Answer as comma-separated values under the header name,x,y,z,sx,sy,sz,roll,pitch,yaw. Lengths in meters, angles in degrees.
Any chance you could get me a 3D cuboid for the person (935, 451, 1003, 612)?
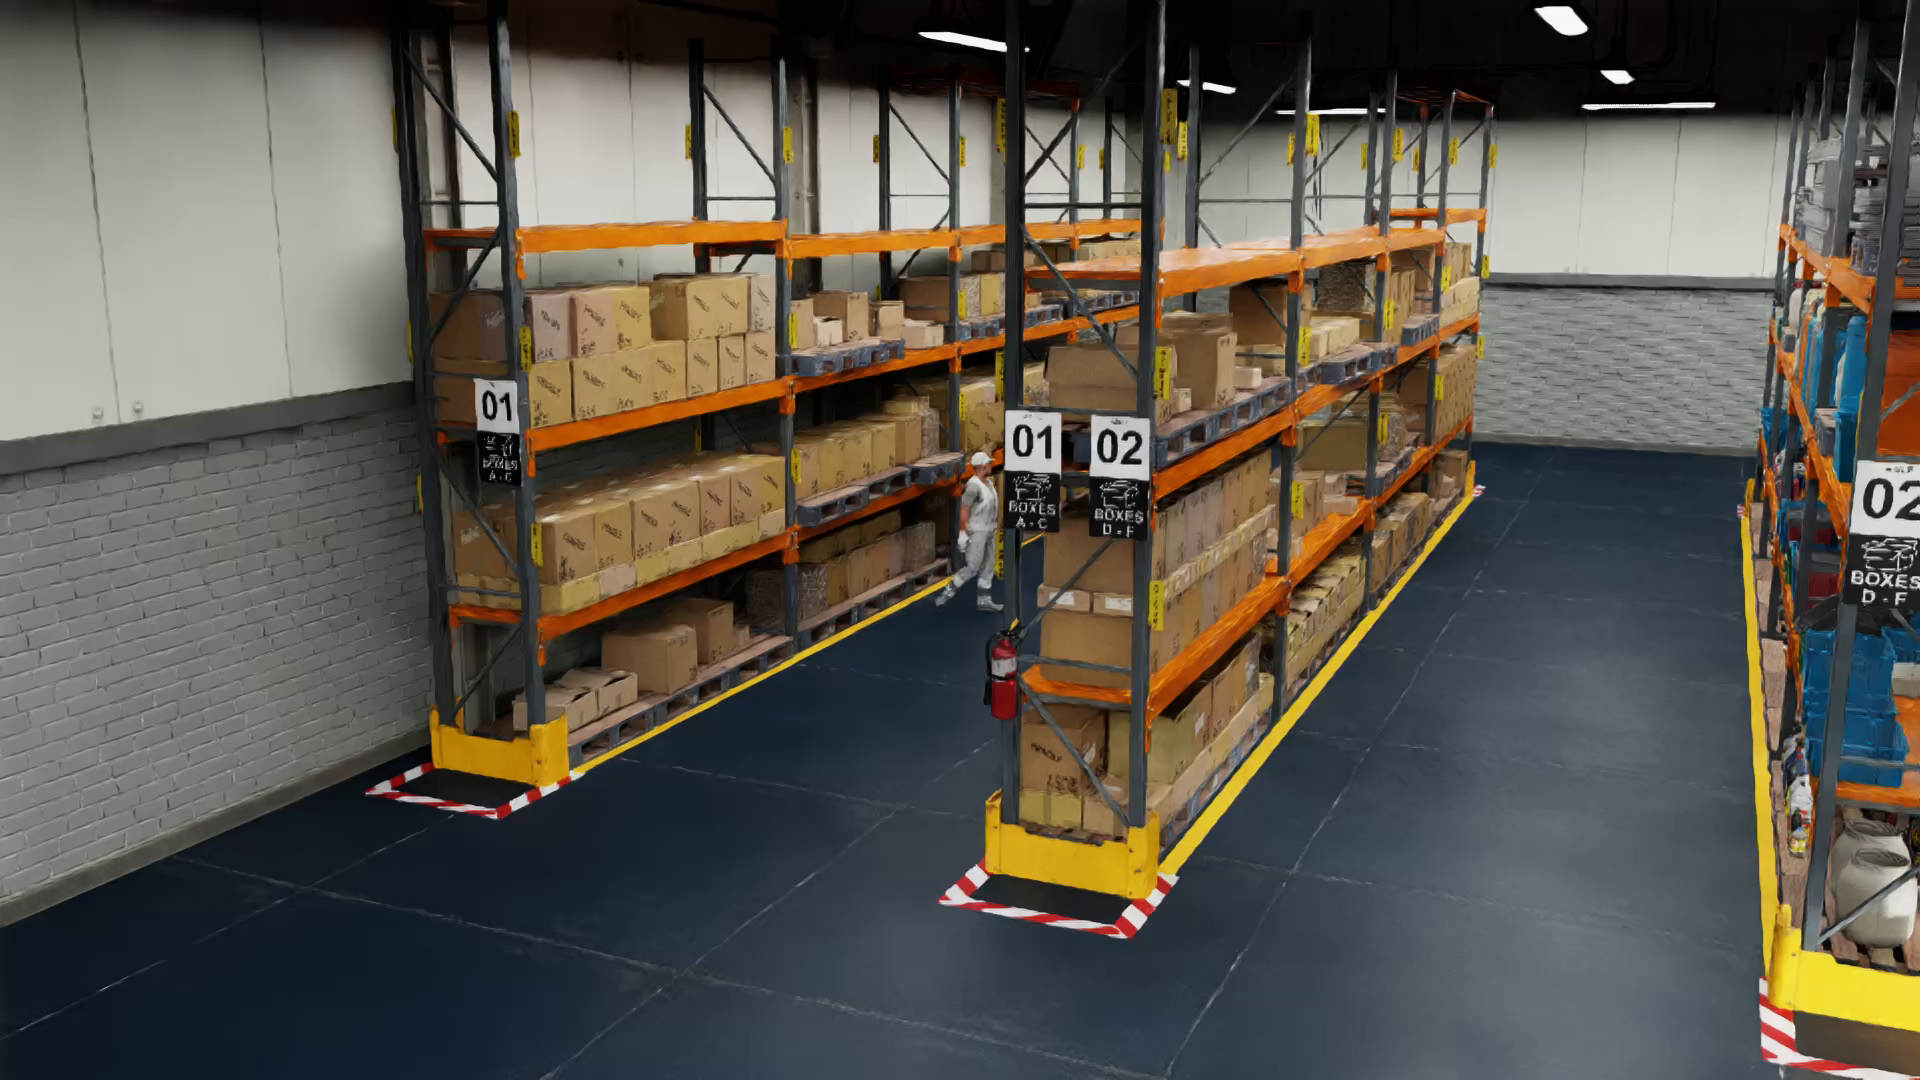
name,x,y,z,sx,sy,sz,roll,pitch,yaw
person,0.131,-0.076,18.272,0.625,1.787,0.737,6,13,26
